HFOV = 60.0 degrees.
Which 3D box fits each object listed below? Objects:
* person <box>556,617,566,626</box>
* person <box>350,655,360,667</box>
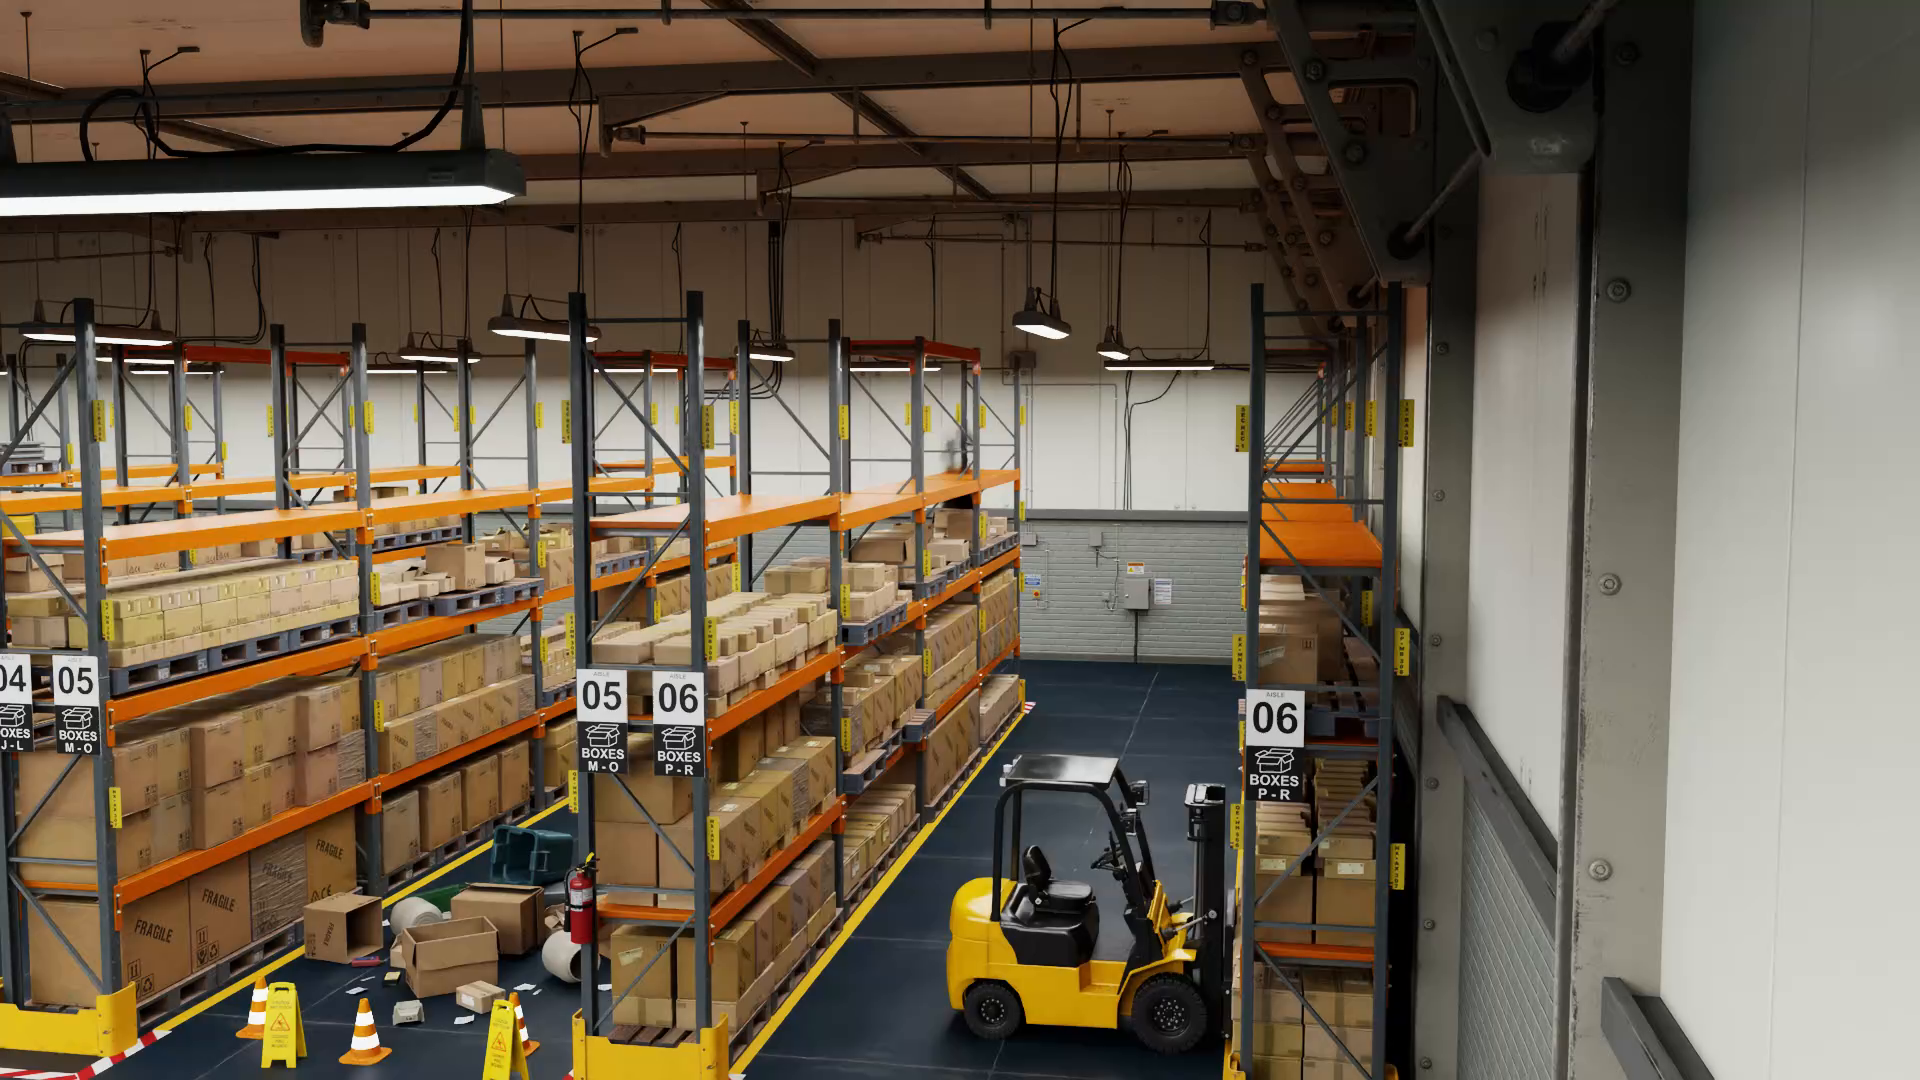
[{"bbox_3d":[-6.463,2.118,27.199,0.749,1.738,0.691,1,5,12],"label":"person"},{"bbox_3d":[-8.561,2.444,23.625,0.556,1.714,0.714,1,5,8],"label":"person"}]
